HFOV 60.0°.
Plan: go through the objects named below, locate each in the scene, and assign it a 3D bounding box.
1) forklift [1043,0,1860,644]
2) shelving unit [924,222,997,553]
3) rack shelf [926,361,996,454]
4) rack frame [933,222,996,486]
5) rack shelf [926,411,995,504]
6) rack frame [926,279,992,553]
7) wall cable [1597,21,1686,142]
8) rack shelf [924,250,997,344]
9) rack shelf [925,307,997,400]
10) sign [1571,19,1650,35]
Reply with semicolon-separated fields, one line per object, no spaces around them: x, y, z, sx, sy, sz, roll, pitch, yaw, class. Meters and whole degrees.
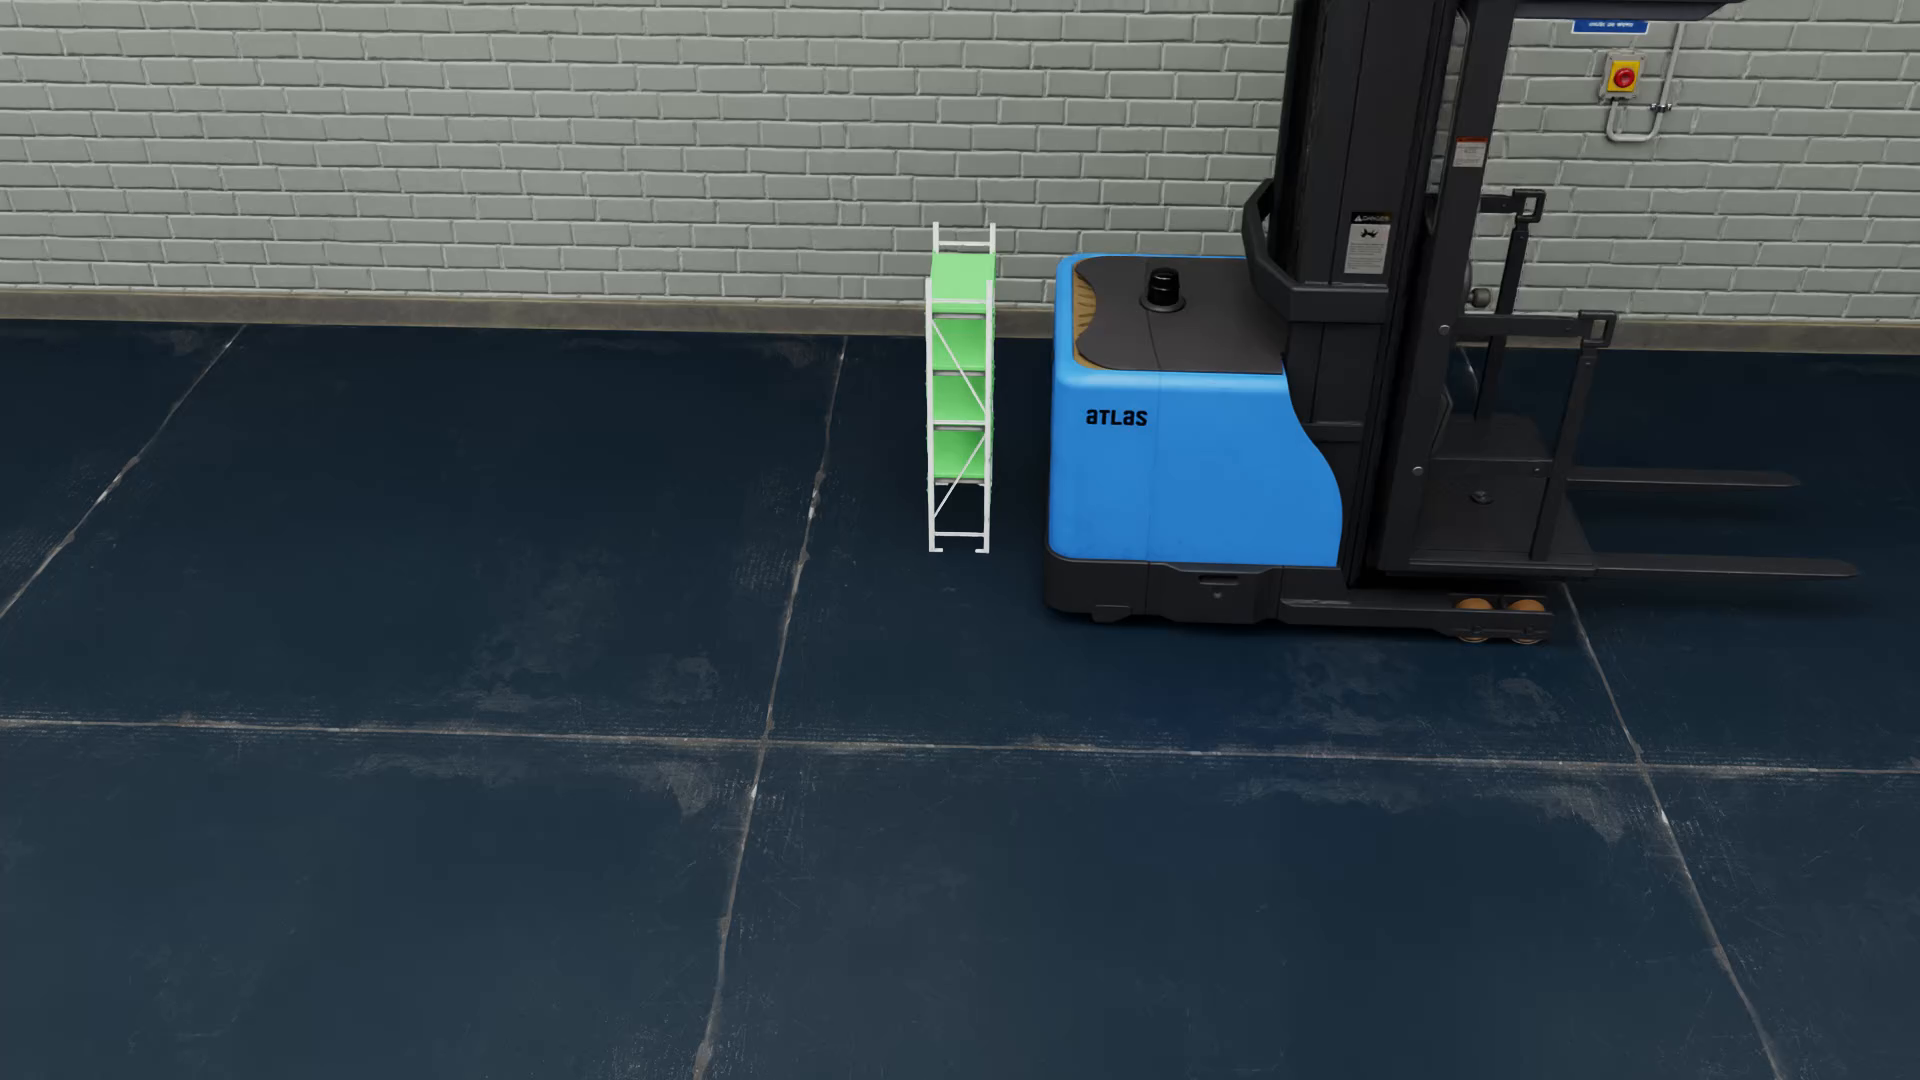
1.852;-1.126;5.804;3.031;2.935;1.130;2;35;2;forklift
0.007;-0.586;6.540;0.258;1.200;0.503;1;35;2;shelving unit
0.007;-0.534;6.577;0.258;0.148;0.480;1;35;2;rack shelf
0.016;-0.726;6.740;0.240;1.200;0.015;1;35;2;rack frame
0.007;-0.337;6.715;0.258;0.148;0.480;1;35;2;rack shelf
-0.003;-0.446;6.341;0.240;1.200;0.015;1;35;2;rack frame
2.864;-2.568;6.884;0.585;1.953;0.123;1;35;2;wall cable
0.007;-0.926;6.301;0.258;0.148;0.480;1;35;2;rack shelf
0.007;-0.730;6.439;0.258;0.148;0.480;1;35;2;rack shelf
2.818;-2.286;7.159;0.327;0.218;0.001;1;35;2;sign
